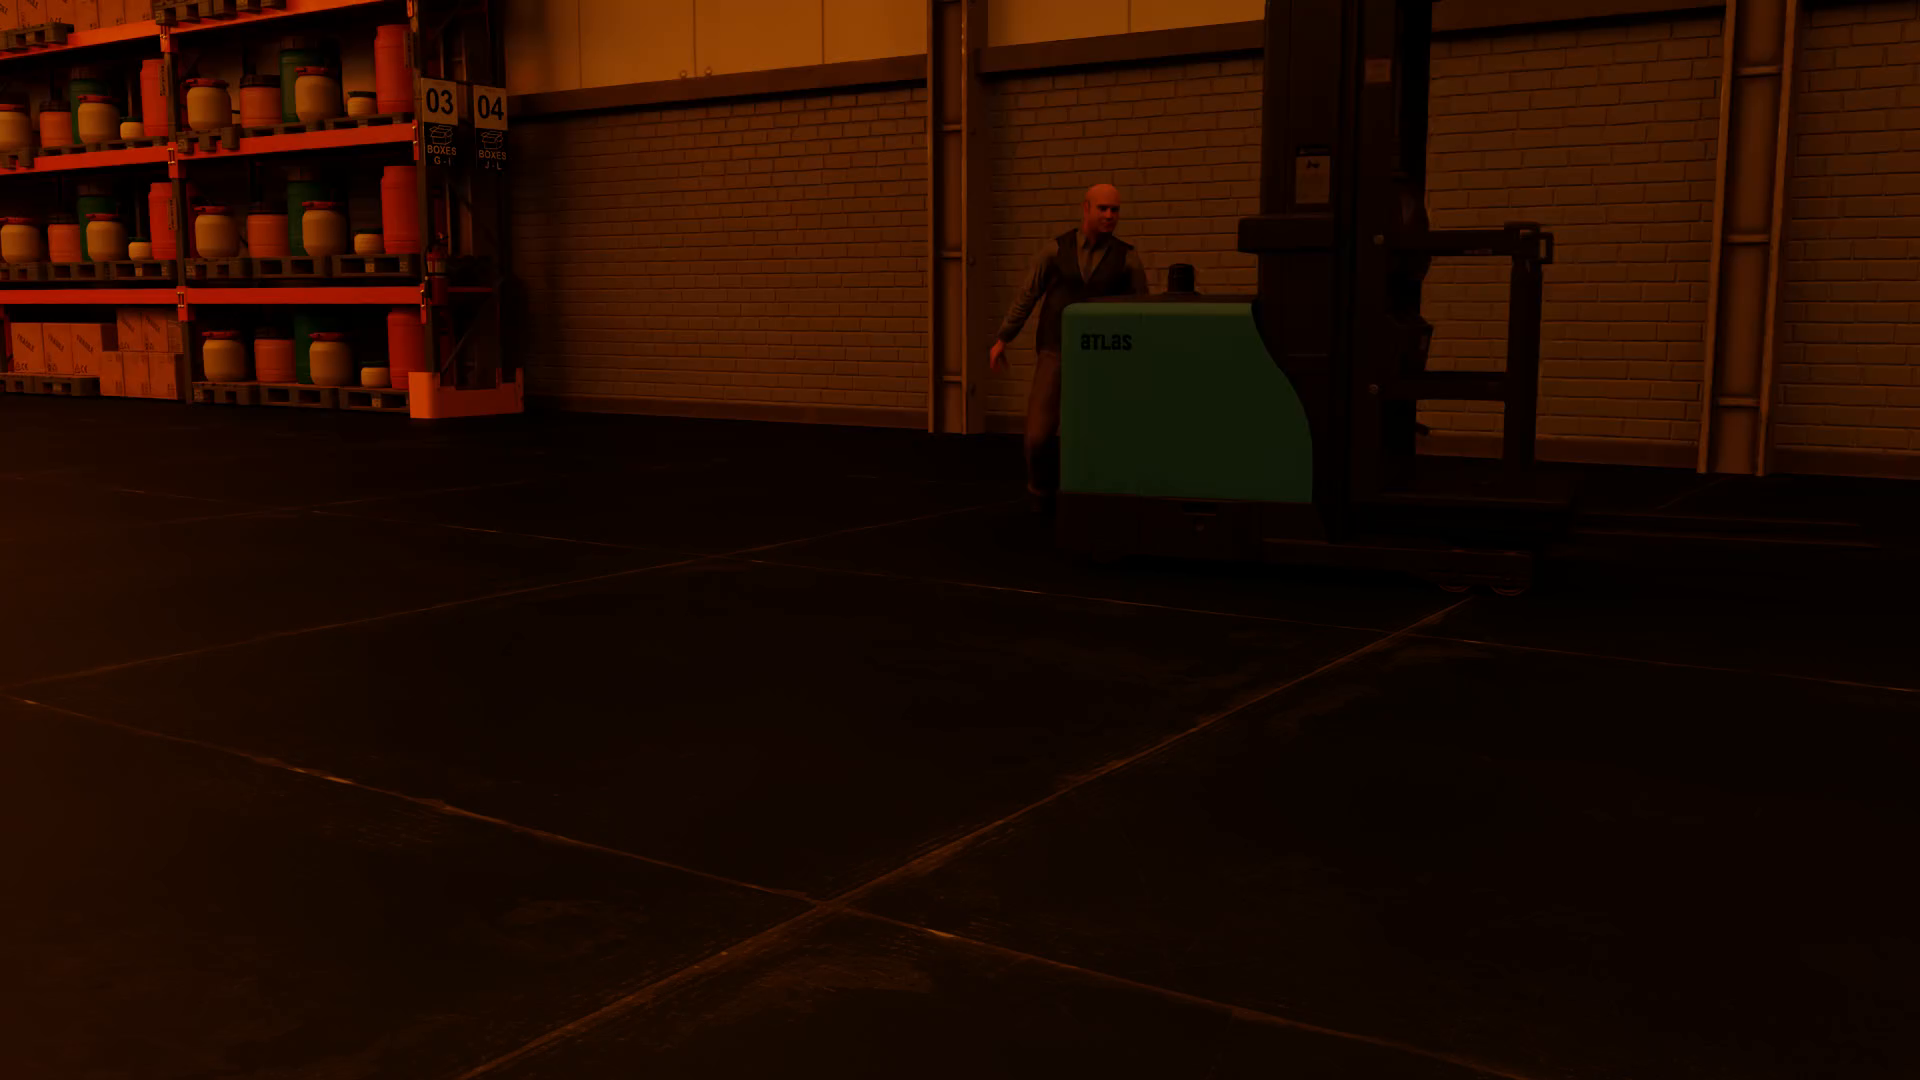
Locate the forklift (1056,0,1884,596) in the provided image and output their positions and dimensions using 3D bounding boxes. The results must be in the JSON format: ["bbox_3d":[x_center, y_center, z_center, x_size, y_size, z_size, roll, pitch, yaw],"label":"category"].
[{"bbox_3d":[1.964,-1.327,6.527,3.031,2.935,1.130,3,9,22],"label":"forklift"}]

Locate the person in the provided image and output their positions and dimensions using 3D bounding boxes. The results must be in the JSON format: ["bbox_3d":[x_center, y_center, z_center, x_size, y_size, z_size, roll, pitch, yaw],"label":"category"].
[{"bbox_3d":[0.572,-0.892,8.090,0.870,1.641,0.482,1,8,9],"label":"person"}]
